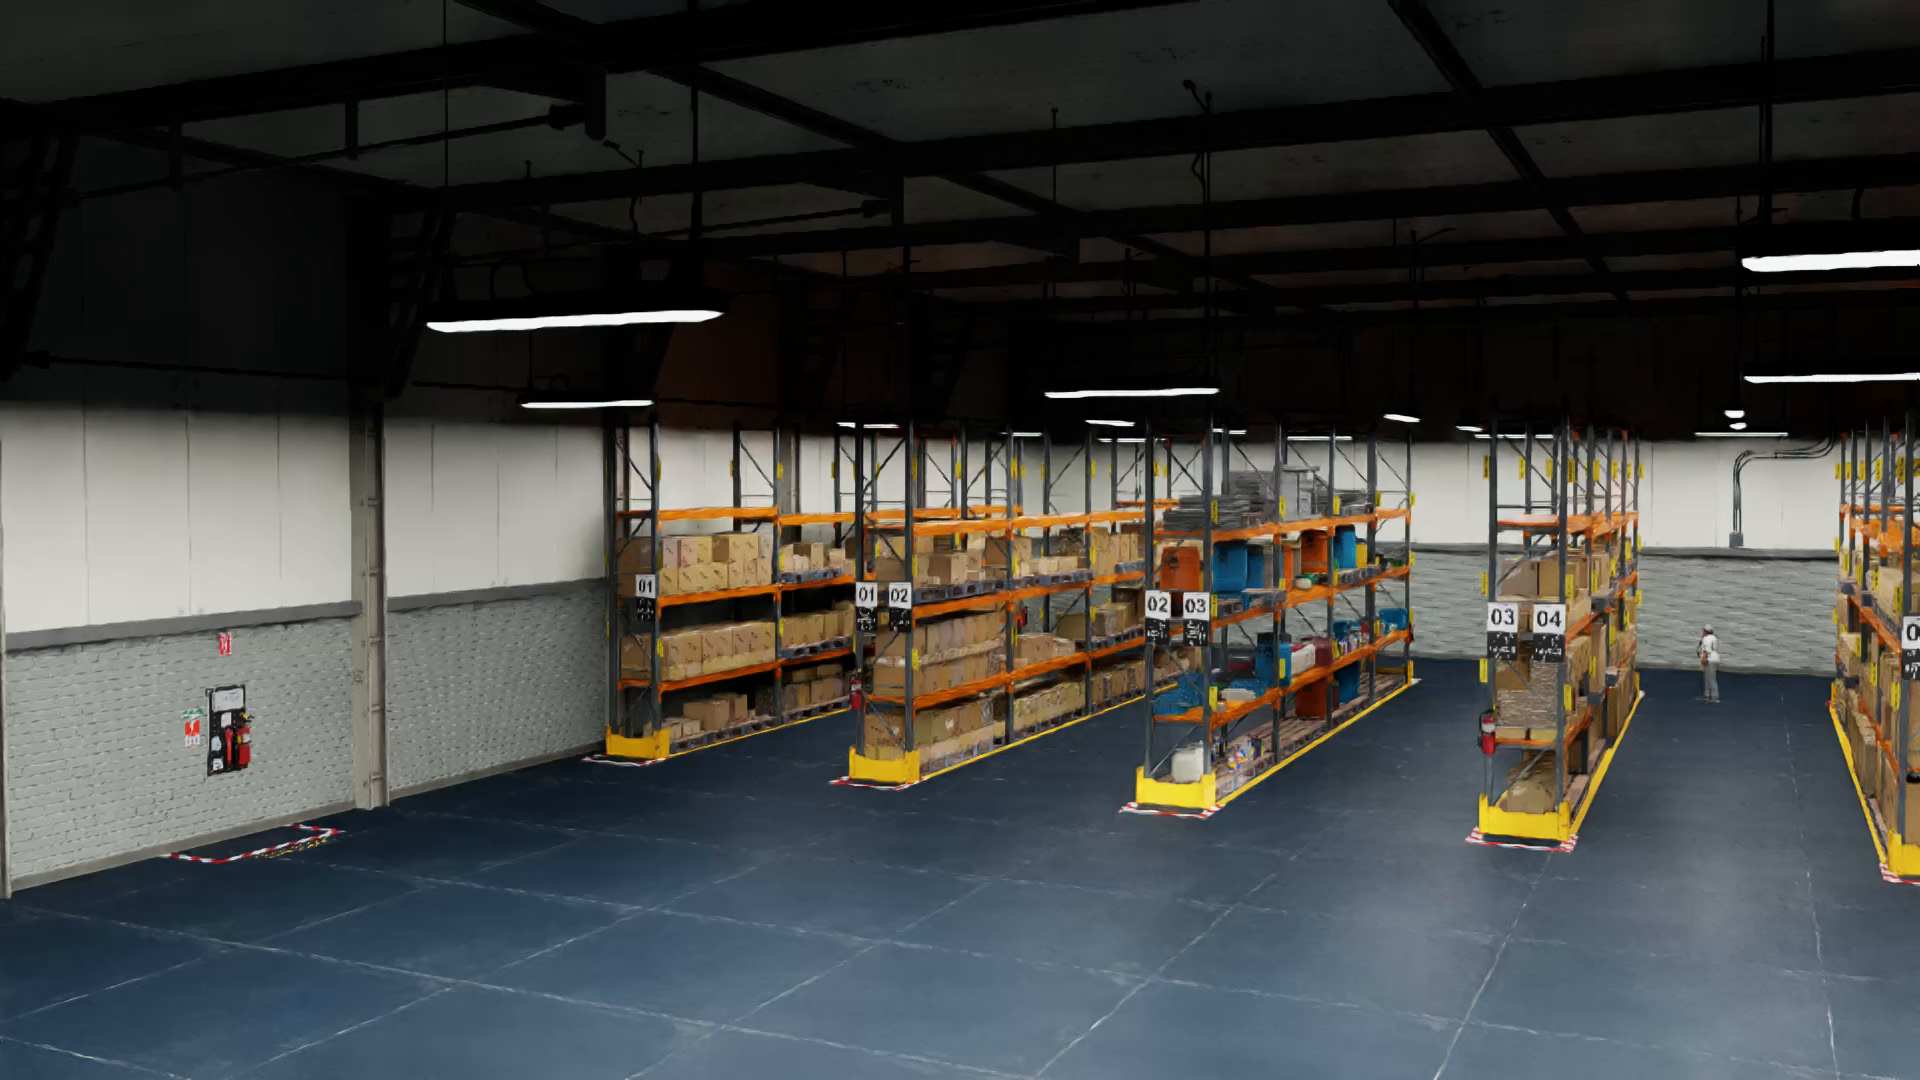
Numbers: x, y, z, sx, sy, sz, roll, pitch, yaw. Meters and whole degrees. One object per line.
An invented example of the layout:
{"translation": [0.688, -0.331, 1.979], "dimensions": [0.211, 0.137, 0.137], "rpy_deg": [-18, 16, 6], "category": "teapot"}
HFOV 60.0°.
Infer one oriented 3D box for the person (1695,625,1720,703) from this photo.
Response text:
{"translation": [16.120, 2.653, 35.848], "dimensions": [0.565, 1.652, 0.637], "rpy_deg": [2, 3, 38], "category": "person"}
